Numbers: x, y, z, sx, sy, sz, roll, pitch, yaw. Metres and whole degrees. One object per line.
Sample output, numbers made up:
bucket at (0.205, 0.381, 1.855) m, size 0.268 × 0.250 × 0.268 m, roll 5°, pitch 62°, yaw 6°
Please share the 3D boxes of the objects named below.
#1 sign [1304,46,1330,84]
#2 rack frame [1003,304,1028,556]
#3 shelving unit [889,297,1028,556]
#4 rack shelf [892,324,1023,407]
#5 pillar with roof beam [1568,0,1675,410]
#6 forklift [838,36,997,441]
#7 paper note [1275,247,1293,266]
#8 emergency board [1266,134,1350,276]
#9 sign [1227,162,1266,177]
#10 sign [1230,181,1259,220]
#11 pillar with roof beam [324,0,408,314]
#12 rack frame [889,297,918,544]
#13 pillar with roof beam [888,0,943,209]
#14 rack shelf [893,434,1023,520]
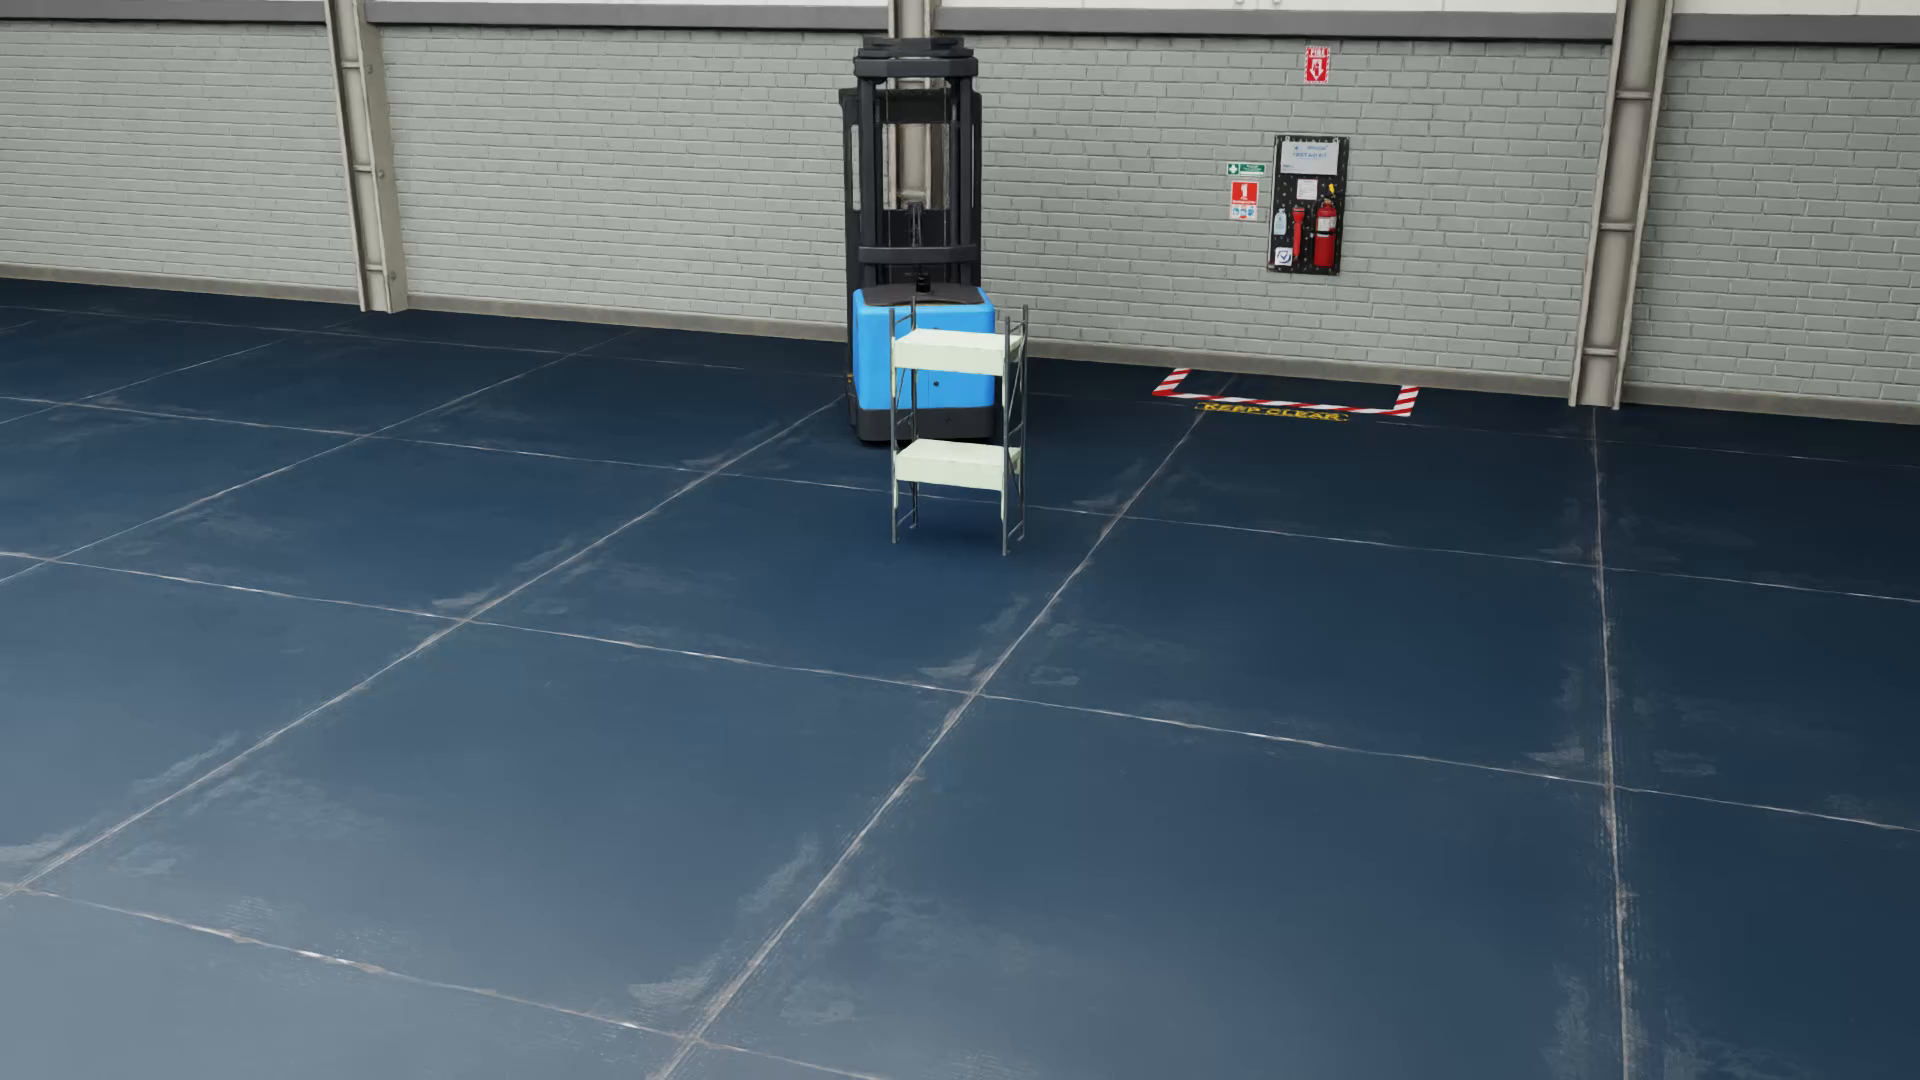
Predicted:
sign at (2.973, -3.957, 13.850) m, size 0.199 × 0.298 × 0.001 m, roll 7°, pitch 20°, yaw 18°
rack frame at (0.339, -0.669, 10.218) m, size 0.023 × 1.500 × 0.400 m, roll 7°, pitch 20°, yaw 18°
shelving unit at (-0.006, -0.709, 10.331) m, size 0.755 × 1.500 × 0.431 m, roll 7°, pitch 20°, yaw 18°
rack shelf at (-0.006, -1.077, 10.203) m, size 0.720 × 0.370 × 0.431 m, roll 7°, pitch 20°, yaw 18°
pillar with roof beam at (3.857, -4.046, 8.513) m, size 0.400 × 9.000 × 9.100 m, roll 7°, pitch 20°, yaw 18°
forklift at (-0.402, -2.572, 13.501) m, size 1.130 × 2.935 × 3.031 m, roll -2°, pitch 19°, yaw -6°
paper note at (2.804, -2.455, 14.401) m, size 0.142 × 0.148 × 0.016 m, roll 7°, pitch 20°, yaw 18°
emergency board at (2.948, -2.831, 14.140) m, size 0.643 × 1.169 × 0.194 m, roll 7°, pitch 20°, yaw 18°
sign at (2.461, -3.186, 14.301) m, size 0.331 × 0.109 × 0.001 m, roll 7°, pitch 20°, yaw 18°
sign at (2.460, -2.939, 14.398) m, size 0.234 × 0.329 × 0.001 m, roll 7°, pitch 20°, yaw 18°
pillar with roof beam at (-7.478, -5.343, 12.231) m, size 0.400 × 9.000 × 9.100 m, roll 7°, pitch 20°, yaw 18°
rack frame at (-0.352, -0.748, 10.445) m, size 0.023 × 1.500 × 0.400 m, roll 7°, pitch 20°, yaw 18°
pillar with roof beam at (-1.810, -4.694, 10.372) m, size 0.400 × 9.000 × 9.100 m, roll 7°, pitch 20°, yaw 18°
rack shelf at (-0.006, -0.401, 10.439) m, size 0.720 × 0.370 × 0.431 m, roll 7°, pitch 20°, yaw 18°
